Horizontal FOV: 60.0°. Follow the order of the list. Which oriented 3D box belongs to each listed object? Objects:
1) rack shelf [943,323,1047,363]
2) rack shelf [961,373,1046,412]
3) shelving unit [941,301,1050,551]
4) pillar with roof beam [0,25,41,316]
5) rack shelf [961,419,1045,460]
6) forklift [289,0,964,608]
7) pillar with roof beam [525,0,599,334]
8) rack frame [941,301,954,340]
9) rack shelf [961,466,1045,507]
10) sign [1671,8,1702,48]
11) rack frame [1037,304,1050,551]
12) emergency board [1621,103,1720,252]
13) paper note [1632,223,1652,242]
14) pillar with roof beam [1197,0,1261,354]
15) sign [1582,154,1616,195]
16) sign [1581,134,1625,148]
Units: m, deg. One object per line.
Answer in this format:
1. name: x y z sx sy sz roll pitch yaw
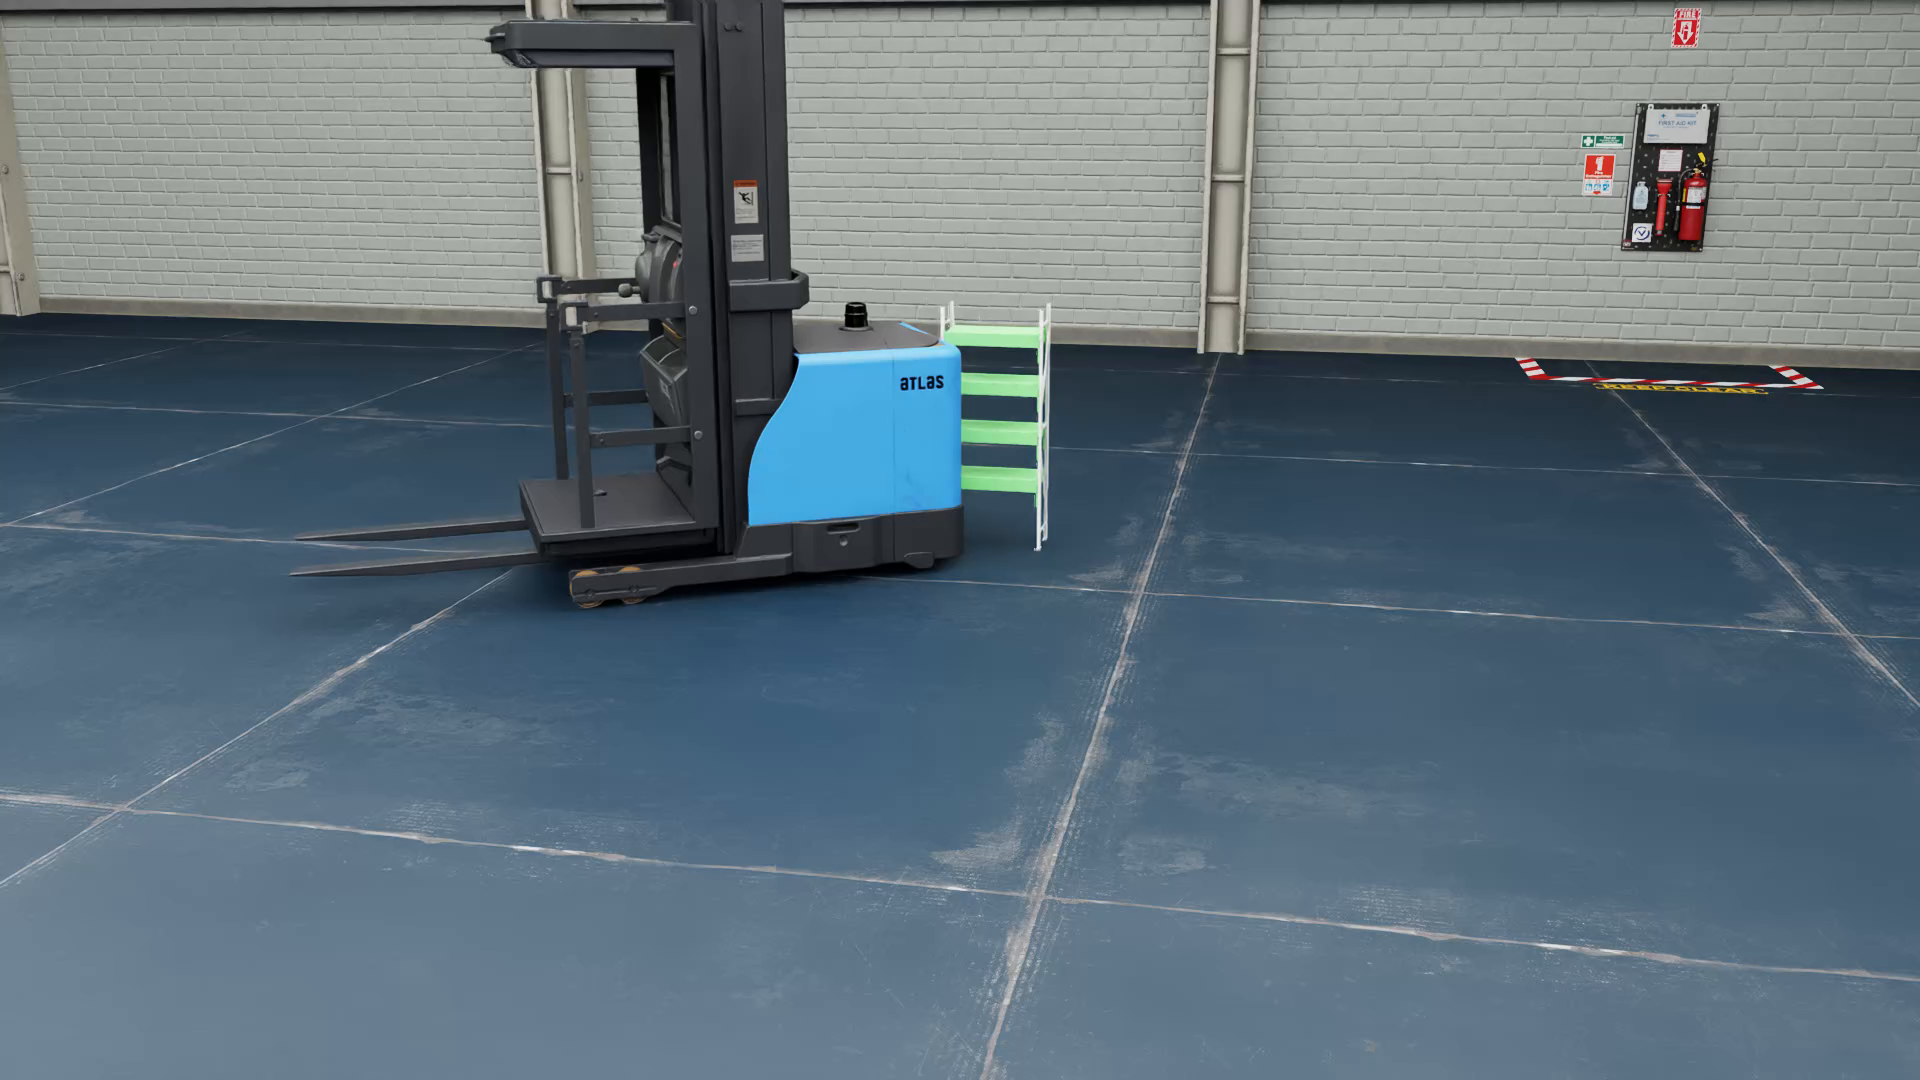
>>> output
1. rack shelf: 0.176 -0.972 8.194 0.480 0.148 0.258 3 16 11
2. rack shelf: 0.176 -0.740 8.258 0.480 0.148 0.258 3 16 11
3. shelving unit: 0.176 -0.571 8.305 0.503 1.200 0.258 3 16 11
4. pillar with roof beam: -10.353 -5.486 11.441 0.400 9.000 9.100 3 16 11
5. rack shelf: 0.176 -0.509 8.322 0.480 0.148 0.258 3 16 11
6. forklift: -1.555 -1.267 7.577 3.031 2.935 1.130 -5 16 -19
7. pillar with roof beam: -4.474 -5.167 10.289 0.400 9.000 9.100 3 16 11
8. rack frame: -0.063 -0.584 8.353 0.015 1.200 0.240 3 16 11
9. rack shelf: 0.176 -0.278 8.386 0.480 0.148 0.258 3 16 11
10. sign: 5.741 -4.049 13.148 0.199 0.298 0.001 3 16 11
11. rack frame: 0.415 -0.557 8.256 0.015 1.200 0.240 3 16 11
12. emergency board: 5.729 -2.905 13.361 0.643 1.169 0.194 3 16 11
13. paper note: 5.570 -2.508 13.578 0.142 0.148 0.016 3 16 11
14. pillar with roof beam: 1.406 -4.848 9.137 0.400 9.000 9.100 3 16 11
15. sign: 5.208 -2.979 13.560 0.234 0.329 0.001 3 16 11
16. sign: 5.211 -3.232 13.480 0.331 0.109 0.001 3 16 11
